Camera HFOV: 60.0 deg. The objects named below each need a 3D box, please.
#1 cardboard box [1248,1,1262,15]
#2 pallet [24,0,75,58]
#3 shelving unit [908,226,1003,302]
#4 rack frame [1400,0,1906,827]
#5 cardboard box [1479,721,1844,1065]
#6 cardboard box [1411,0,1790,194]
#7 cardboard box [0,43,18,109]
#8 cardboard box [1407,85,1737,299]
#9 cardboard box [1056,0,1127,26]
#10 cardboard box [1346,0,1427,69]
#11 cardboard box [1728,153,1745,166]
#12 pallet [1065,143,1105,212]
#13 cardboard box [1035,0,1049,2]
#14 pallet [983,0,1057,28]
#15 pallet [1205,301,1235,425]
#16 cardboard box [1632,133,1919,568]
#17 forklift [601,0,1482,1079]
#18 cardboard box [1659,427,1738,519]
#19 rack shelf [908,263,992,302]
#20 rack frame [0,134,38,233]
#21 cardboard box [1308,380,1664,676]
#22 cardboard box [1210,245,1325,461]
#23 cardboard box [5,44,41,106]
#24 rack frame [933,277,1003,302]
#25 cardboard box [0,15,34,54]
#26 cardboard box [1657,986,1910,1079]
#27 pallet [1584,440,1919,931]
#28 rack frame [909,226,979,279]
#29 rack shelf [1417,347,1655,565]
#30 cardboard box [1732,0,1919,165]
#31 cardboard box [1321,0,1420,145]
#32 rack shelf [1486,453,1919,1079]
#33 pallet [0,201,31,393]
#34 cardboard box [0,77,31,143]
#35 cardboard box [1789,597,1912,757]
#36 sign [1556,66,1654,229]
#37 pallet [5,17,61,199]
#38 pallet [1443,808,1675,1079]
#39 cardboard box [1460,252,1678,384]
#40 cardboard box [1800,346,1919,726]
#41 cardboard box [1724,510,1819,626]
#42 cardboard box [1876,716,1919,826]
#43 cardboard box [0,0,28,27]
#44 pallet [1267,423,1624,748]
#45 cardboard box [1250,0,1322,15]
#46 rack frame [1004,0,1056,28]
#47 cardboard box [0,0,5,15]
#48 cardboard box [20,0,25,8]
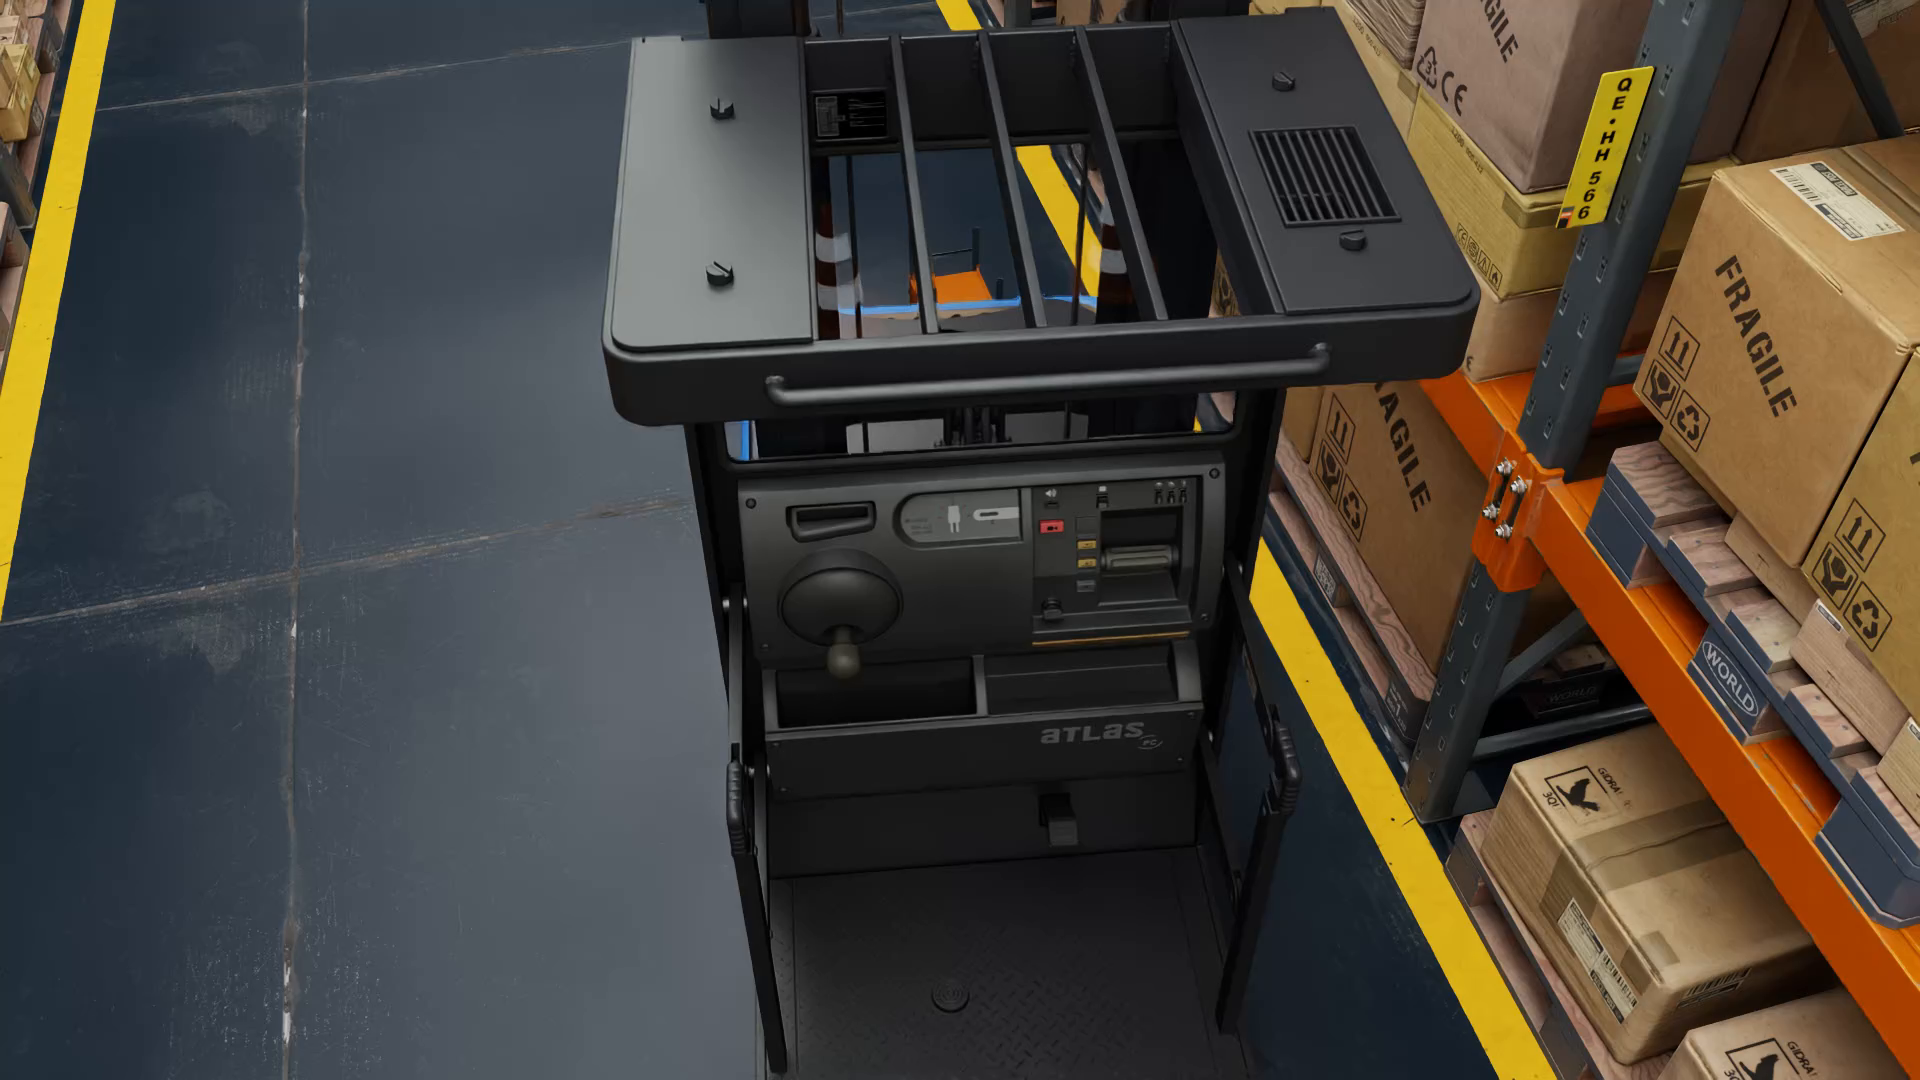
[{"bbox_3d":[1.070,-1.359,4.587,0.500,0.250,0.500,-11,47,-11],"label":"cardboard box"},{"bbox_3d":[-4.595,-2.521,7.573,1.003,0.211,1.213,-11,47,-10],"label":"pallet"},{"bbox_3d":[-0.014,-0.404,4.911,0.215,1.050,0.252,-11,47,-10],"label":"shelving unit"},{"bbox_3d":[1.710,-0.409,3.551,1.000,3.000,0.127,-11,47,-10],"label":"rack frame"},{"bbox_3d":[1.845,0.755,3.955,0.950,0.372,0.625,-14,47,-13],"label":"cardboard box"},{"bbox_3d":[1.325,-1.103,3.461,0.500,0.500,0.500,-12,47,-11],"label":"cardboard box"},{"bbox_3d":[-3.857,-1.758,6.367,0.380,0.149,0.250,-9,46,-8],"label":"cardboard box"},{"bbox_3d":[1.340,-0.820,3.708,0.500,0.250,0.500,-11,47,-10],"label":"cardboard box"},{"bbox_3d":[0.922,-2.161,6.461,0.875,0.875,0.875,-9,46,-9],"label":"cardboard box"},{"bbox_3d":[1.185,-1.456,3.807,0.500,0.500,0.500,-10,46,-10],"label":"cardboard box"},{"bbox_3d":[1.819,-0.927,3.813,0.500,0.250,0.500,-11,47,-11],"label":"cardboard box"},{"bbox_3d":[0.956,-1.676,6.745,1.003,0.211,1.213,-11,47,-10],"label":"pallet"},{"bbox_3d":[0.629,-2.874,7.466,0.875,0.438,0.875,-11,47,-11],"label":"cardboard box"},{"bbox_3d":[0.567,-2.734,7.782,1.003,0.211,1.213,-11,47,-10],"label":"pallet"},{"bbox_3d":[1.272,-0.832,5.918,1.003,0.211,1.213,-11,47,-10],"label":"pallet"},{"bbox_3d":[1.601,-0.342,2.913,0.500,0.500,0.500,-12,47,-11],"label":"cardboard box"},{"bbox_3d":[0.071,0.144,3.057,1.130,2.935,3.031,-4,46,-4],"label":"forklift"},{"bbox_3d":[1.613,-0.210,3.237,0.380,0.149,0.250,-13,47,-13],"label":"cardboard box"},{"bbox_3d":[-0.014,-0.596,4.716,0.215,0.259,0.240,-11,47,-10],"label":"rack shelf"},{"bbox_3d":[-4.073,-2.196,5.302,1.000,3.000,0.127,-11,47,-10],"label":"rack frame"},{"bbox_3d":[1.613,-0.305,4.642,0.875,0.875,0.875,-11,47,-11],"label":"cardboard box"},{"bbox_3d":[1.389,-0.921,5.246,0.875,0.875,0.875,-10,46,-10],"label":"cardboard box"},{"bbox_3d":[-3.924,-1.839,6.654,0.380,0.149,0.250,-9,46,-9],"label":"cardboard box"},{"bbox_3d":[0.018,-0.320,4.829,0.200,1.050,0.008,-11,47,-10],"label":"rack frame"},{"bbox_3d":[-4.038,-2.001,6.813,0.380,0.149,0.250,-11,47,-11],"label":"cardboard box"},{"bbox_3d":[2.041,1.263,3.457,0.950,0.372,0.625,-12,47,-11],"label":"cardboard box"},{"bbox_3d":[1.995,0.130,3.156,1.213,0.211,1.003,-11,47,-10],"label":"pallet"},{"bbox_3d":[-0.045,-0.489,4.994,0.200,1.050,0.008,-11,47,-10],"label":"rack frame"},{"bbox_3d":[1.198,-1.538,5.161,1.077,0.370,4.000,-11,47,-10],"label":"rack shelf"},{"bbox_3d":[1.820,-1.179,3.536,0.500,0.500,0.500,-12,47,-12],"label":"cardboard box"},{"bbox_3d":[1.205,-1.173,4.054,0.500,0.250,0.500,-12,47,-11],"label":"cardboard box"},{"bbox_3d":[2.222,1.223,2.455,1.077,0.370,4.000,-11,47,-10],"label":"rack shelf"},{"bbox_3d":[-3.873,-0.683,5.771,1.003,0.211,1.213,-11,47,-10],"label":"pallet"},{"bbox_3d":[-3.856,-1.655,6.474,0.380,0.149,0.250,-13,47,-12],"label":"cardboard box"},{"bbox_3d":[1.679,0.189,2.847,0.380,0.149,0.250,-14,47,-13],"label":"cardboard box"},{"bbox_3d":[1.174,-0.711,3.036,0.100,0.325,0.005,-11,47,-10],"label":"sign"},{"bbox_3d":[-4.280,-1.677,6.746,1.003,0.211,1.213,-11,47,-10],"label":"pallet"},{"bbox_3d":[1.908,1.107,4.018,1.003,0.211,1.213,-11,47,-10],"label":"pallet"},{"bbox_3d":[1.329,-0.658,3.900,0.500,0.250,0.500,-12,47,-12],"label":"cardboard box"},{"bbox_3d":[1.742,0.016,2.562,0.500,0.500,0.500,-9,46,-8],"label":"cardboard box"},{"bbox_3d":[1.653,-0.009,3.040,0.380,0.149,0.250,-13,47,-13],"label":"cardboard box"},{"bbox_3d":[1.729,0.382,2.657,0.380,0.149,0.250,-10,47,-10],"label":"cardboard box"},{"bbox_3d":[-4.151,-2.167,6.976,0.380,0.149,0.250,-12,47,-11],"label":"cardboard box"},{"bbox_3d":[1.581,0.009,5.094,1.003,0.211,1.213,-11,47,-10],"label":"pallet"},{"bbox_3d":[1.055,-1.523,4.397,0.500,0.250,0.500,-12,47,-11],"label":"cardboard box"},{"bbox_3d":[0.686,-3.171,6.257,1.000,3.000,0.127,-11,47,-10],"label":"rack frame"},{"bbox_3d":[-4.172,-2.265,6.863,0.380,0.149,0.250,-13,47,-12],"label":"cardboard box"},{"bbox_3d":[-4.254,-2.347,7.152,0.380,0.149,0.250,-13,47,-12],"label":"cardboard box"}]
